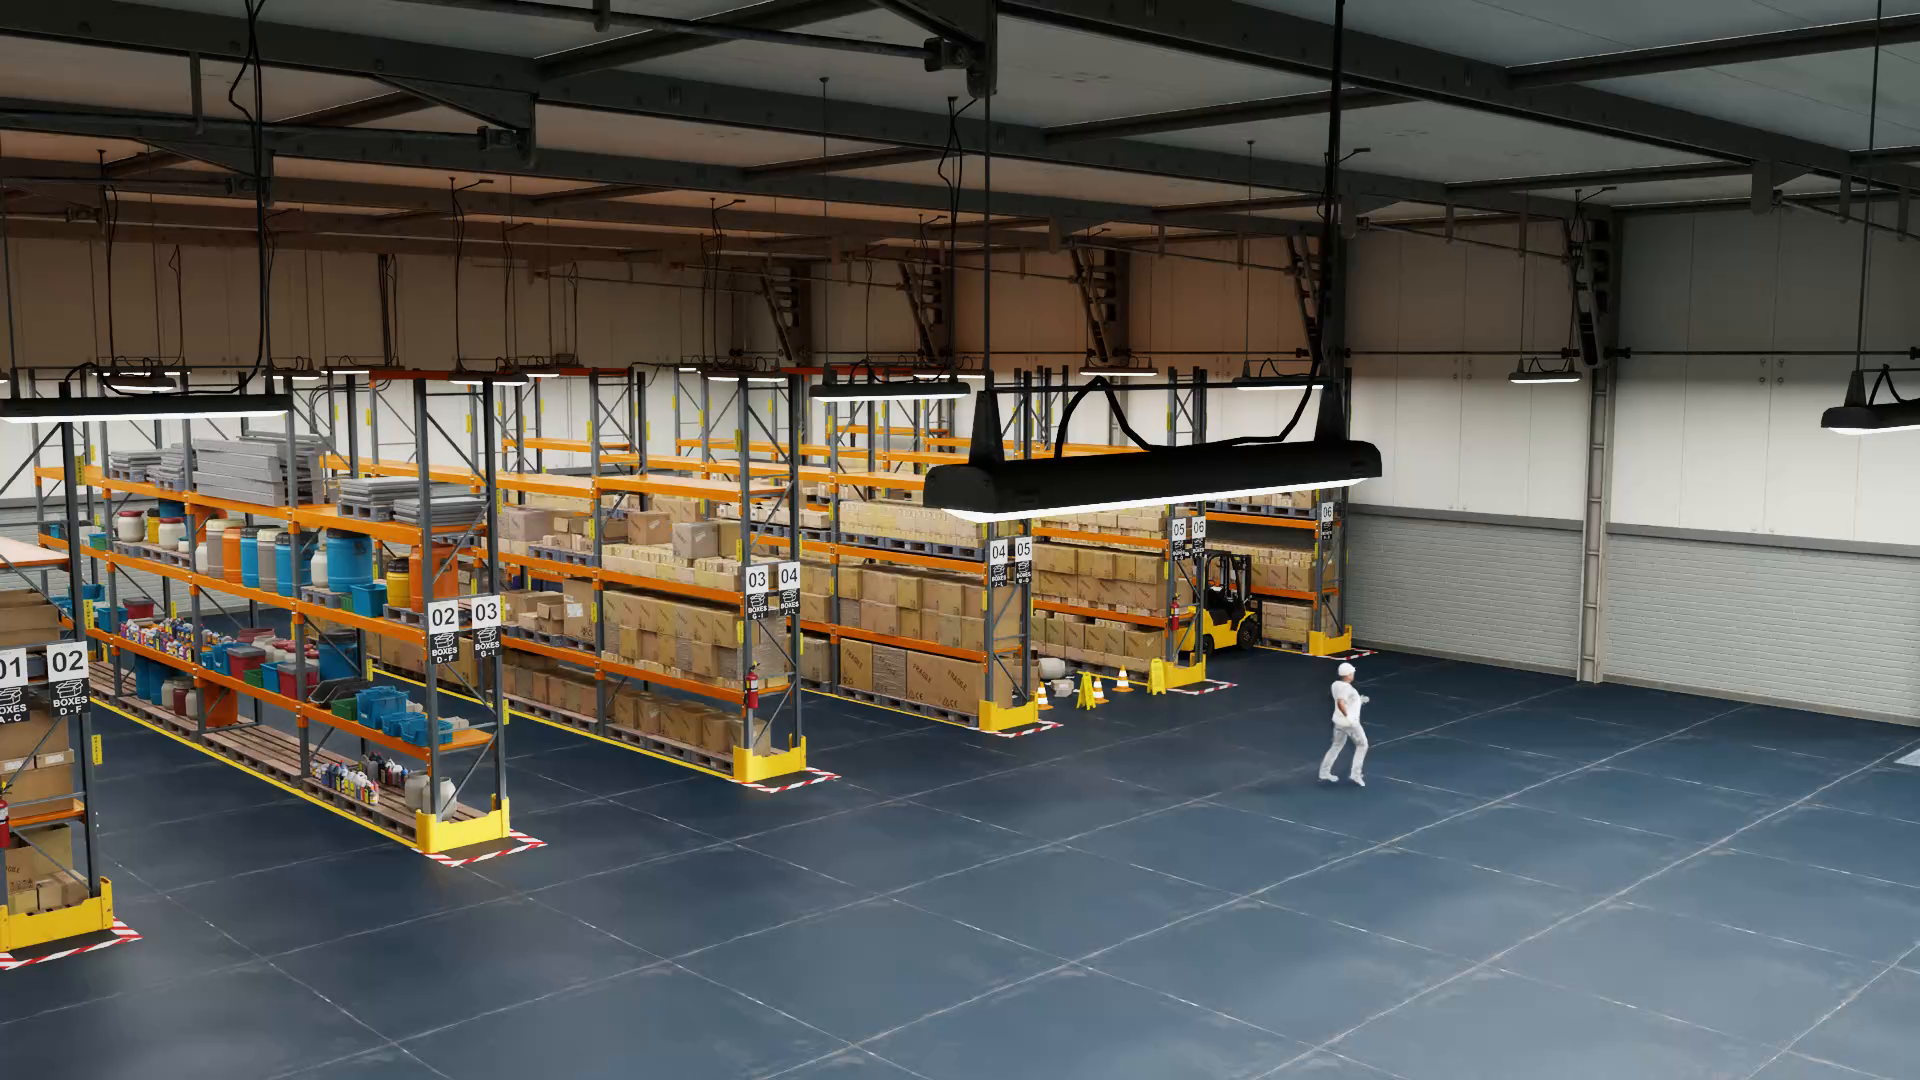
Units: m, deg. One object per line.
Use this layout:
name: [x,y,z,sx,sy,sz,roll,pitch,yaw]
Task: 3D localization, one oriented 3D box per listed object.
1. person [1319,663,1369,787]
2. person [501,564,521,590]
person: [5.642,2.710,24.274,0.775,1.844,0.658,-2,7,-17]
person: [-10.795,0.933,40.705,0.868,1.685,0.608,-6,9,-41]
